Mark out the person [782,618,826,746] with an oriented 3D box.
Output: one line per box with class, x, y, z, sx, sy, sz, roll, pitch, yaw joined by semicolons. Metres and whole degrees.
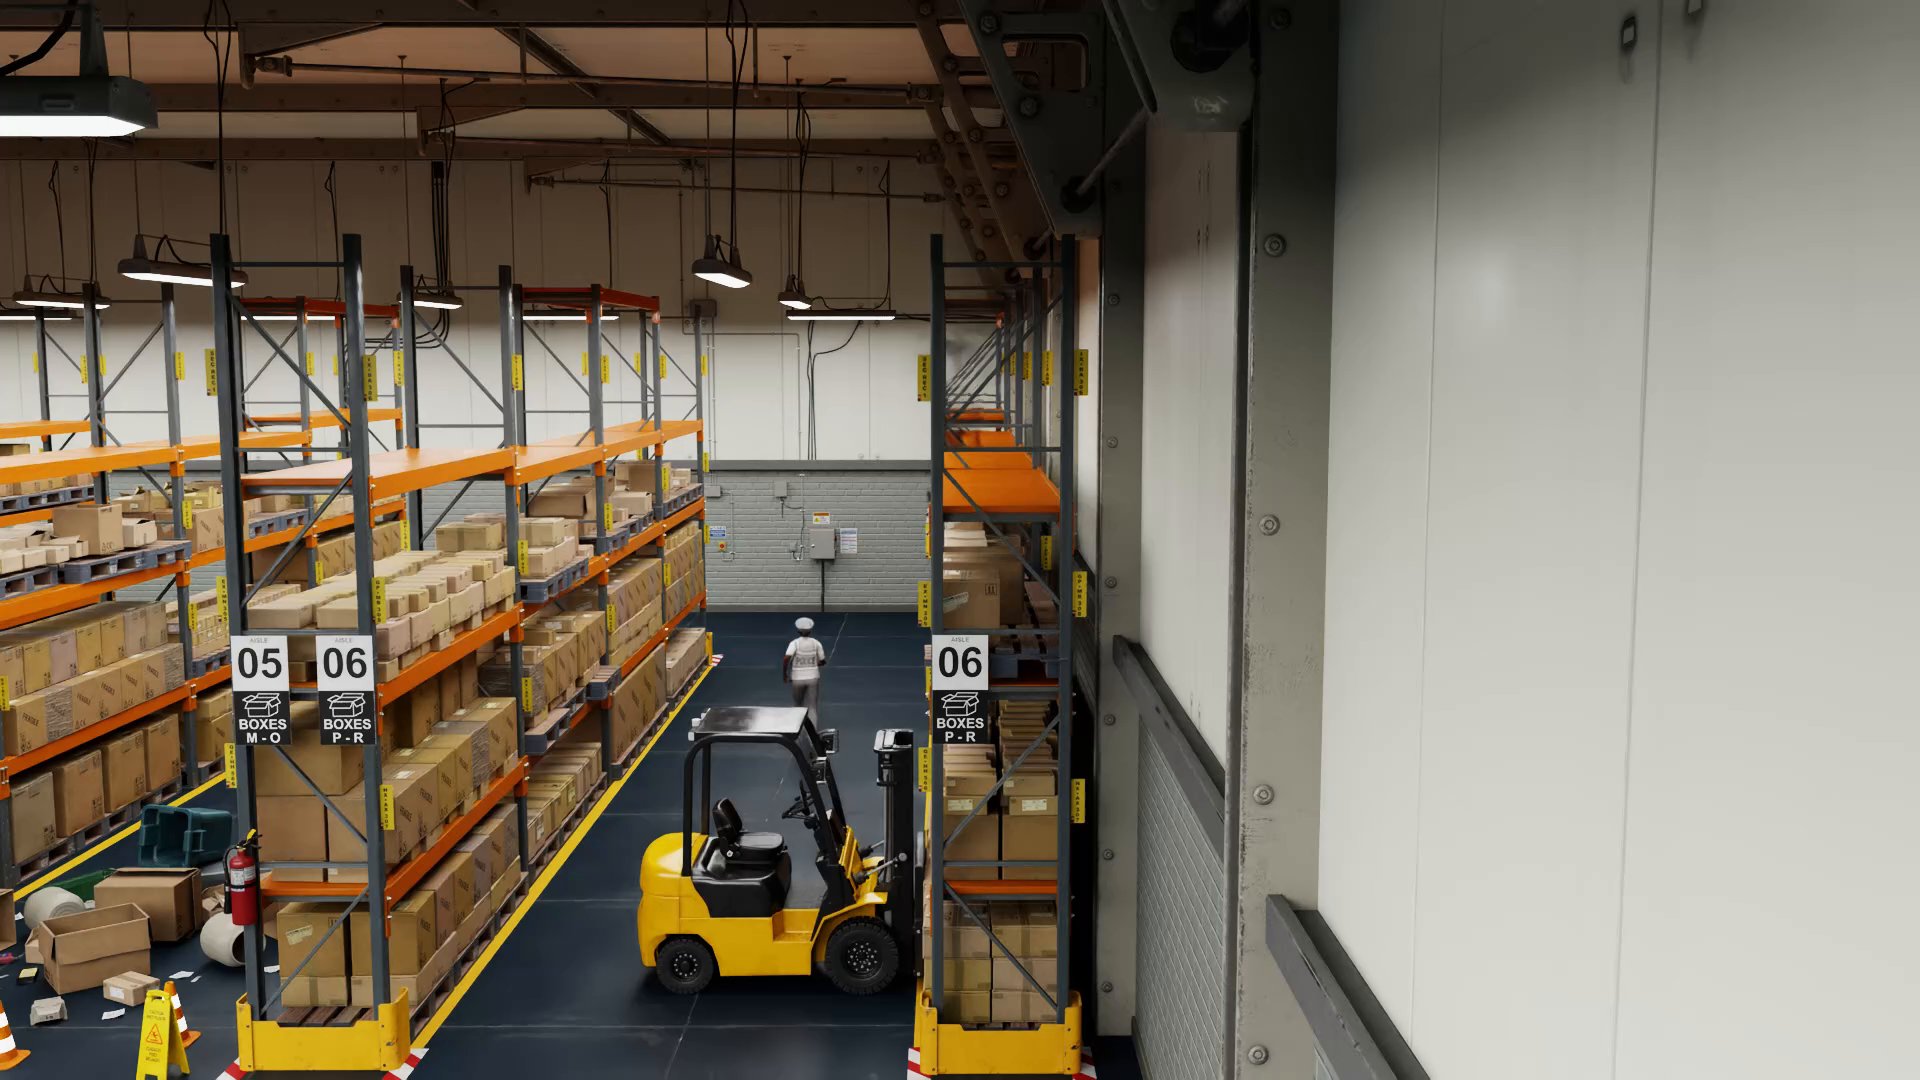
person;-2.054;1.919;21.960;0.590;1.771;0.758;-1;6;-10
